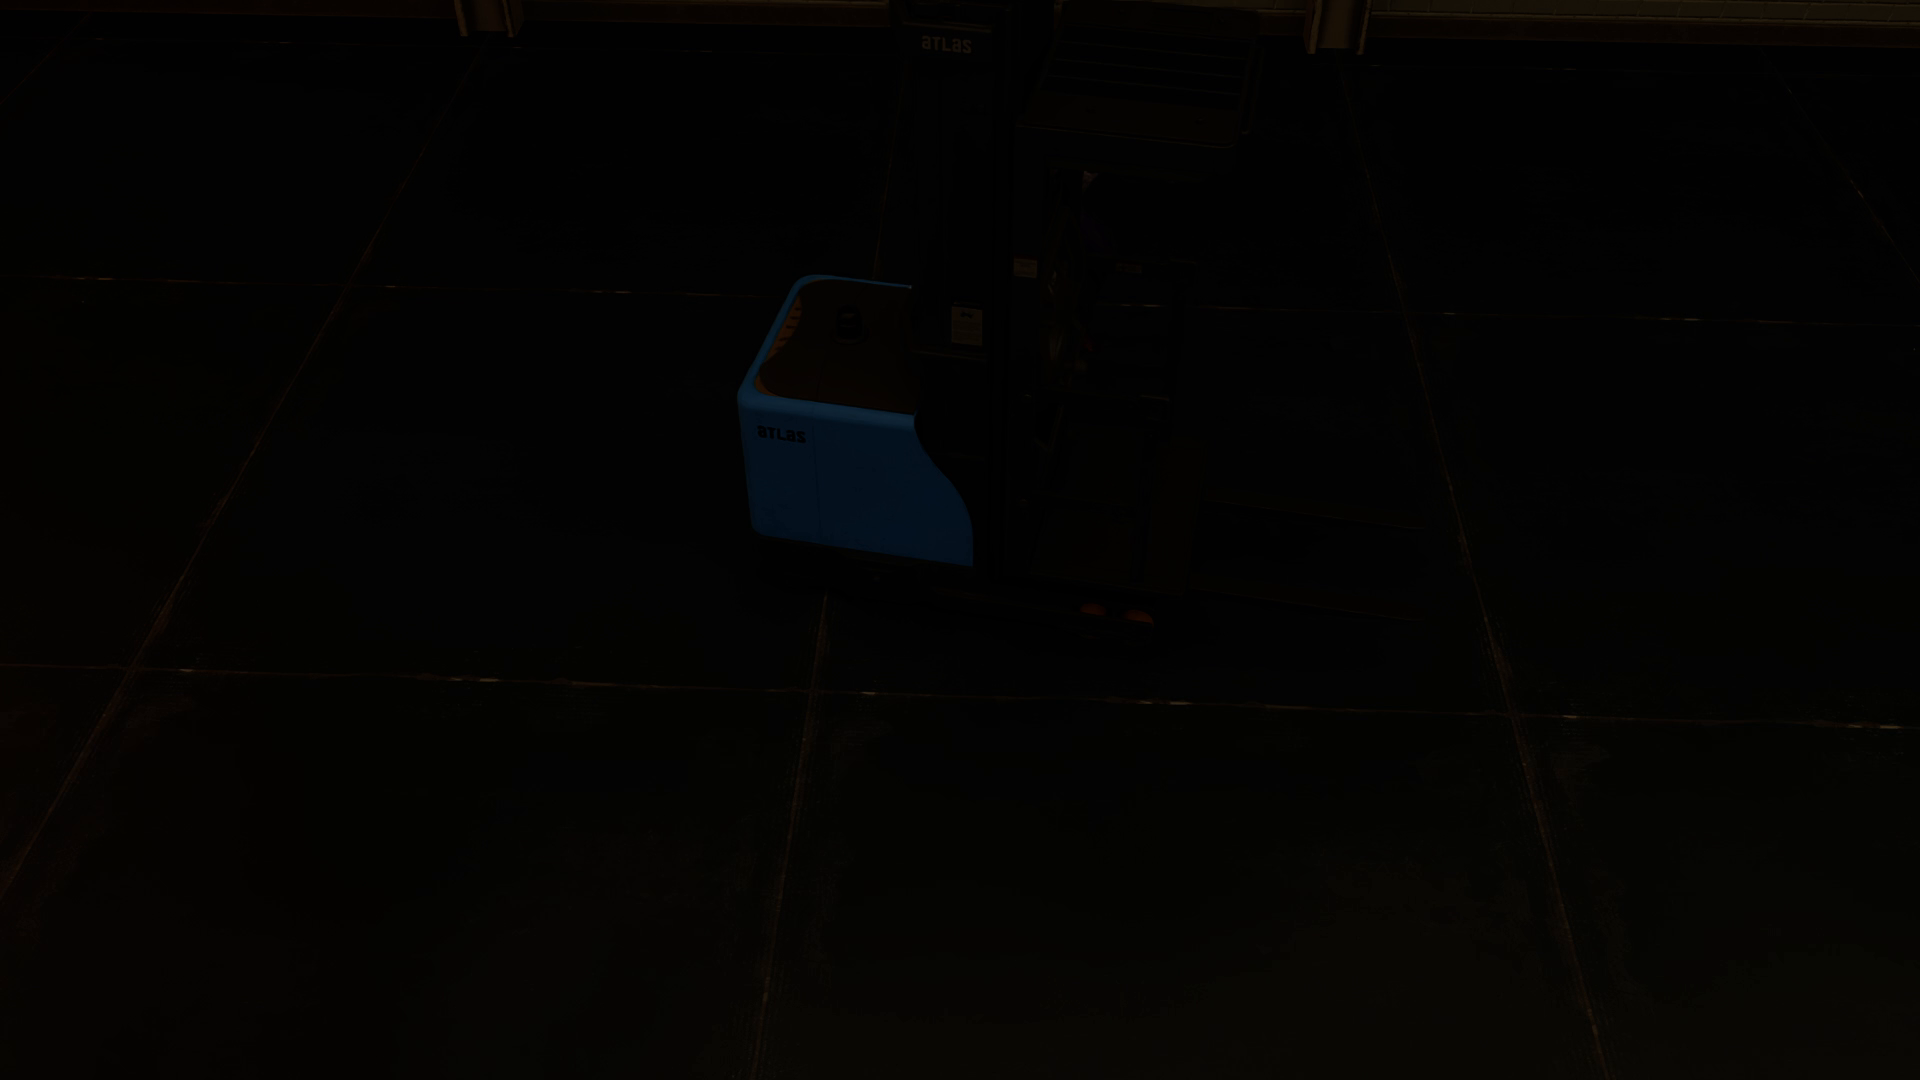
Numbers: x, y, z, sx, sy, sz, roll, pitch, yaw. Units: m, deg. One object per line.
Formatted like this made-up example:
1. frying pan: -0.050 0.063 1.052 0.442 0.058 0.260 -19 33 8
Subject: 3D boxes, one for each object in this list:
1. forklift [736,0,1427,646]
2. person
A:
1. forklift: 0.608 -1.005 6.843 3.031 2.935 1.130 8 43 9
2. person: 0.640 -1.660 8.696 0.856 1.424 0.916 16 45 17
